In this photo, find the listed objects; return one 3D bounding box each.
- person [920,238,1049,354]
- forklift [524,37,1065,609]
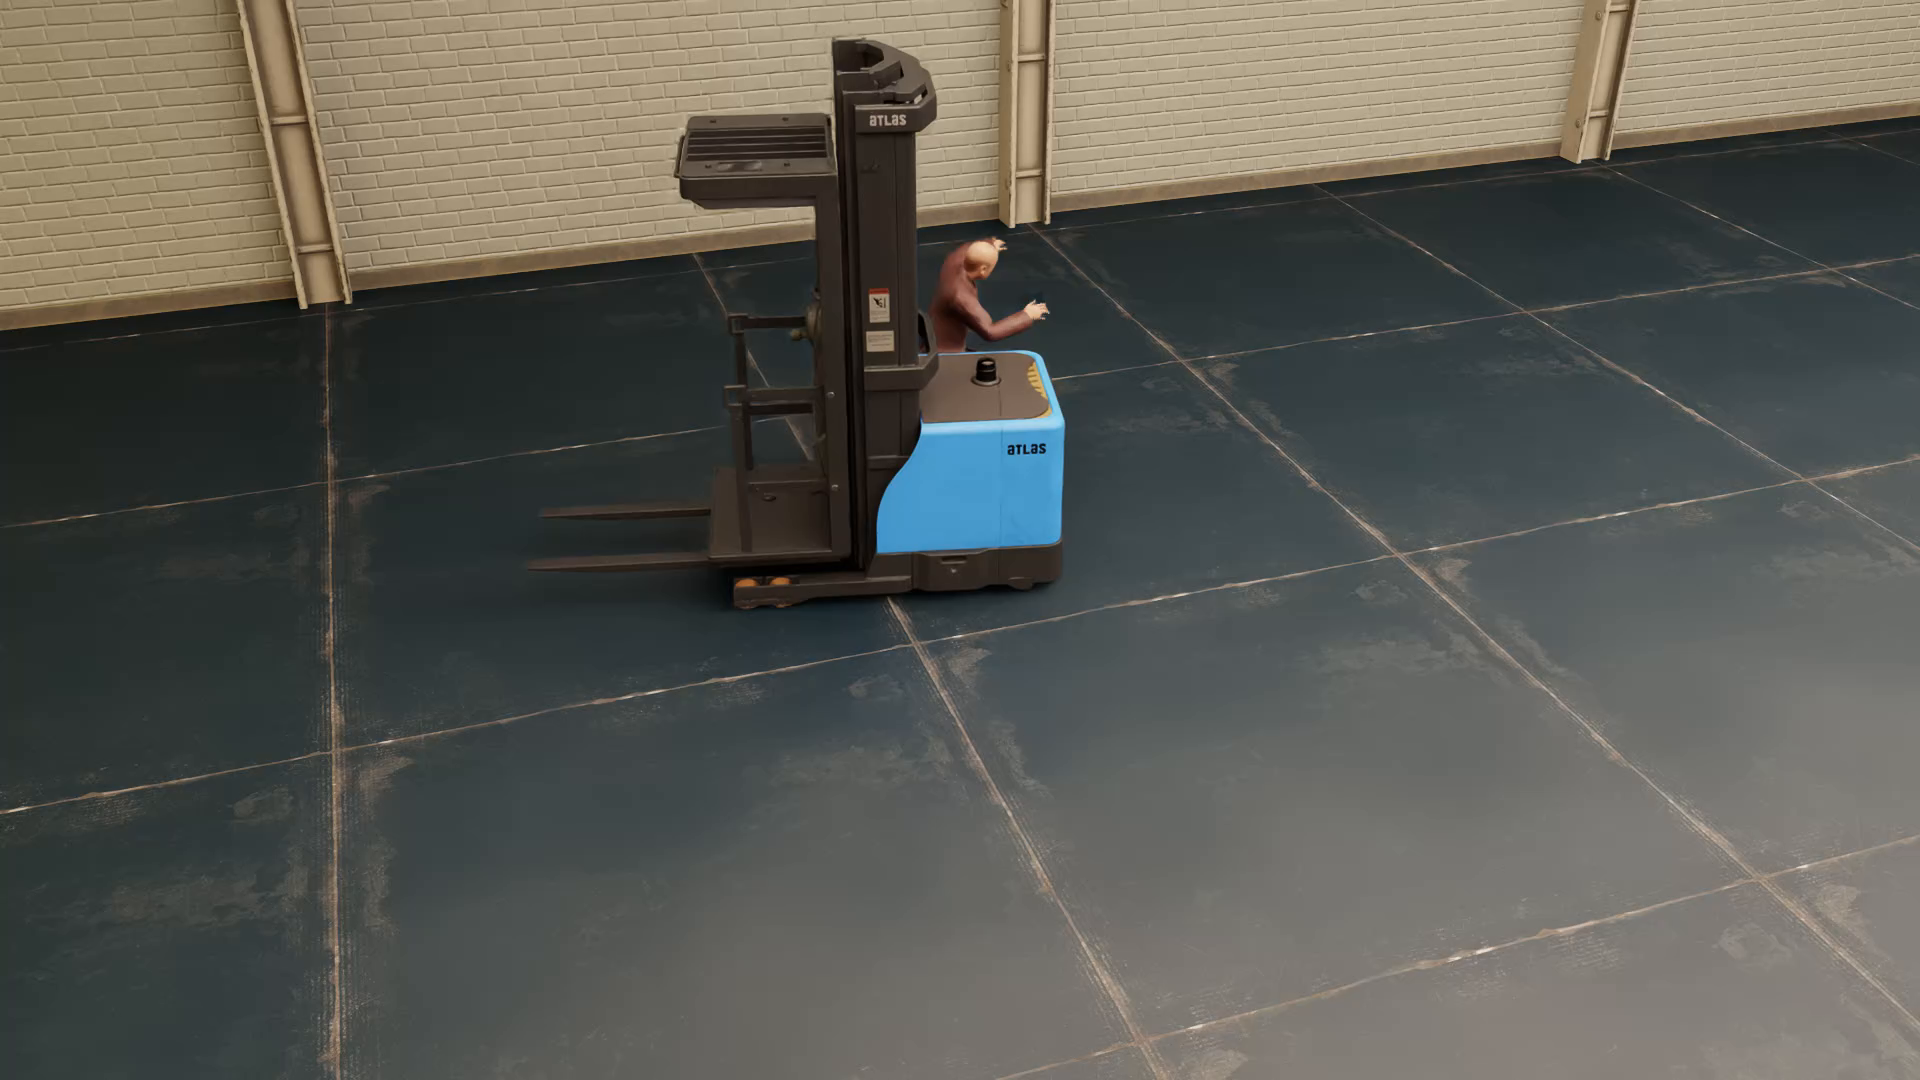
[{"bbox_3d":[0.152,-1.232,10.643,0.815,1.430,1.679,0,30,0],"label":"person"},{"bbox_3d":[-0.964,-1.159,9.101,3.031,2.935,1.130,-3,30,-5],"label":"forklift"}]
